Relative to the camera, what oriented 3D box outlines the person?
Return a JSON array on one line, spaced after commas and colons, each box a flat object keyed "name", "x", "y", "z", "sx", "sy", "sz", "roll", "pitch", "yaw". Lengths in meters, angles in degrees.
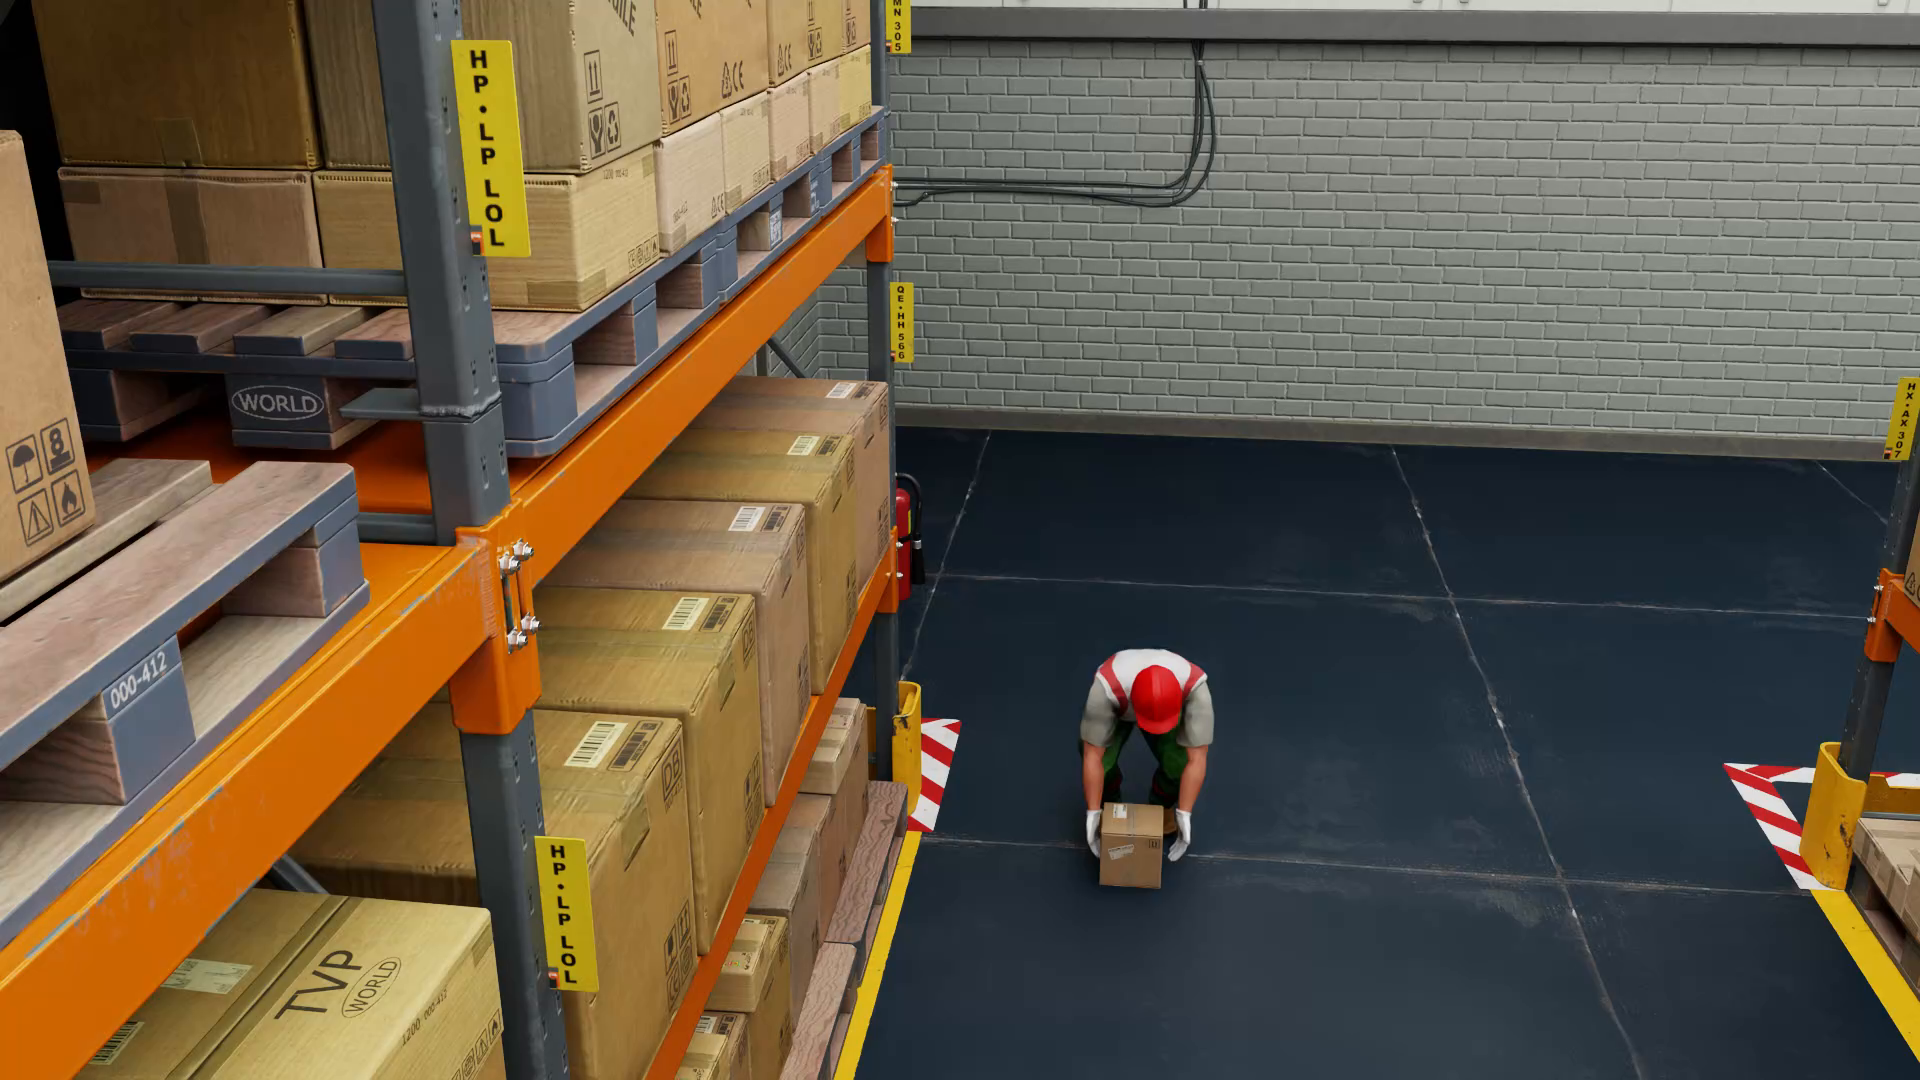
[{"name": "person", "x": 0.784, "y": 0.829, "z": 7.057, "sx": 0.566, "sy": 0.955, "sz": 0.881, "roll": 2, "pitch": 21, "yaw": 6}]
